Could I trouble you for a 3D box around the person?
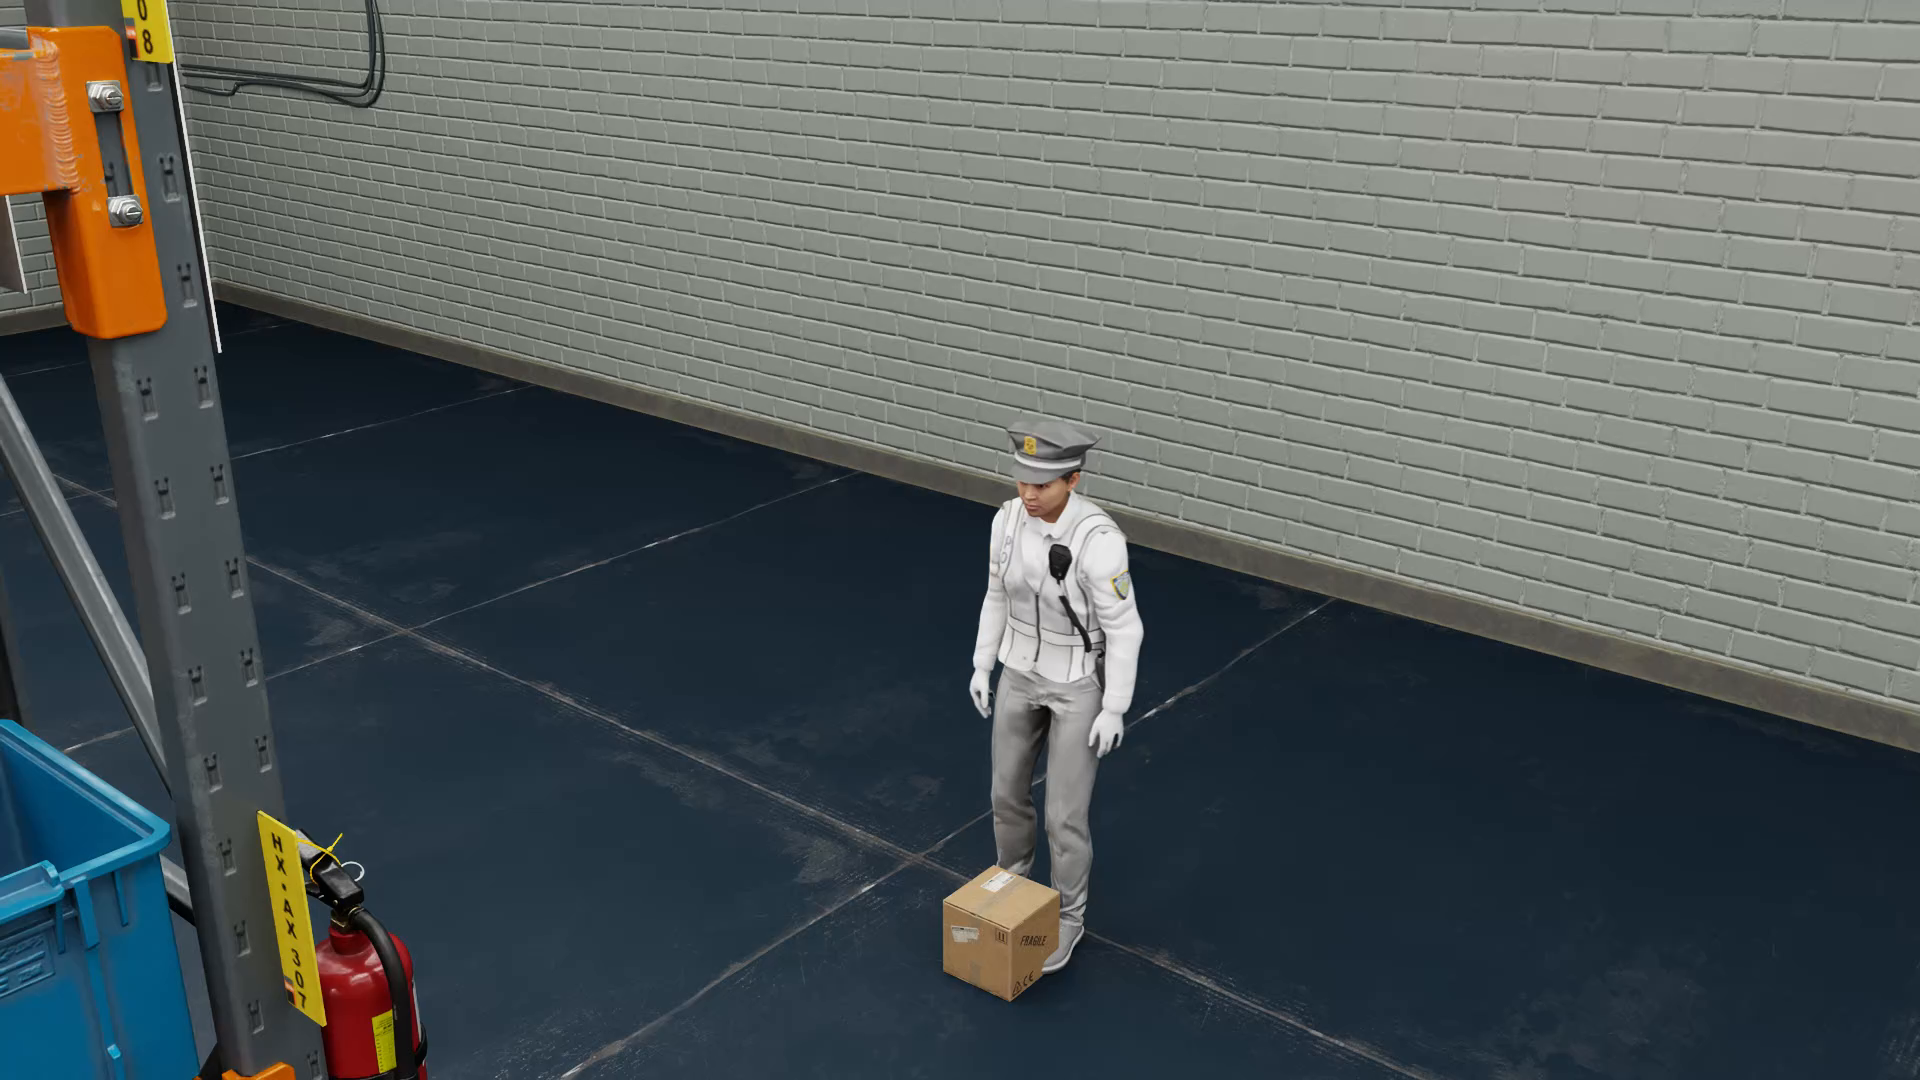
[{"bbox_3d":[0.261,0.445,4.869,0.539,1.663,0.405,15,25,35],"label":"person"}]
